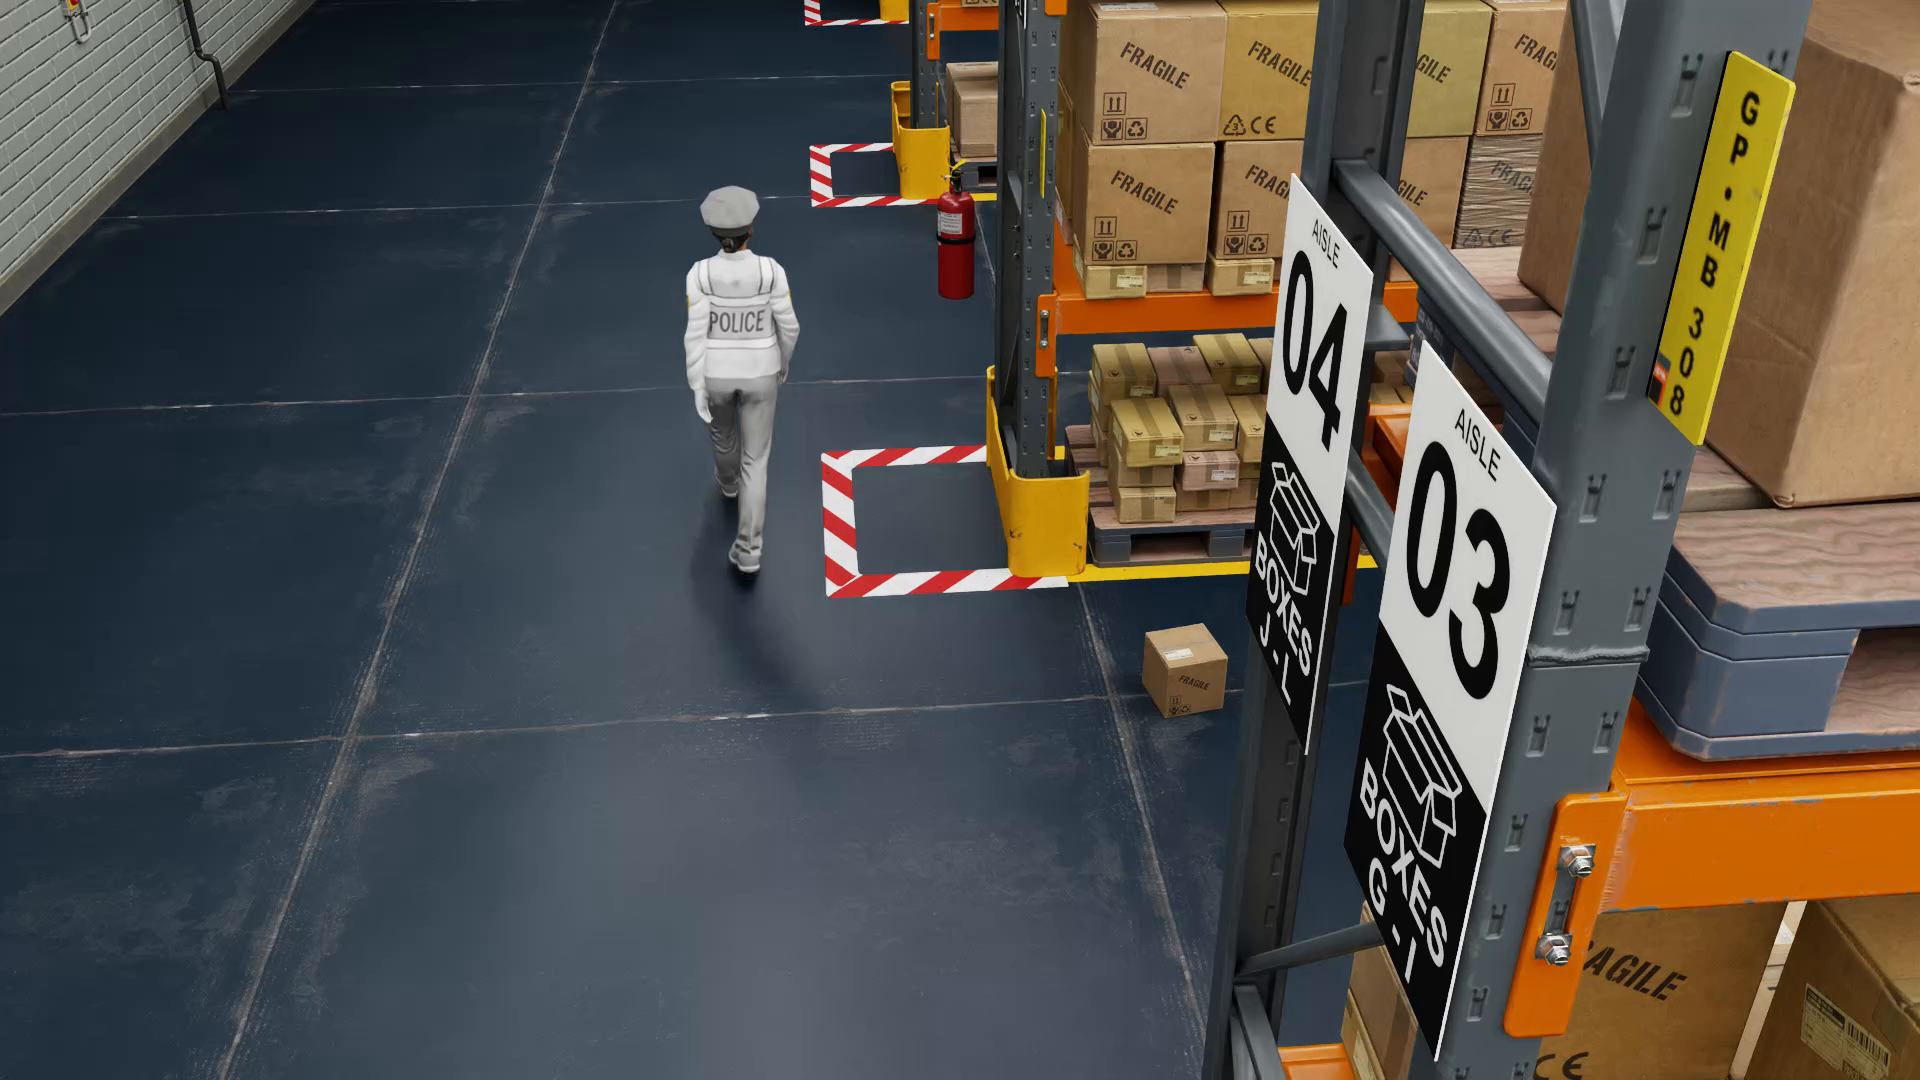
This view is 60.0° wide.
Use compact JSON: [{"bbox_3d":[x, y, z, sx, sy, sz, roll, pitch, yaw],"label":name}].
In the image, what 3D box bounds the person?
[{"bbox_3d":[-0.945,-0.766,7.357,0.489,1.616,1.040,-1,31,-2],"label":"person"}]
